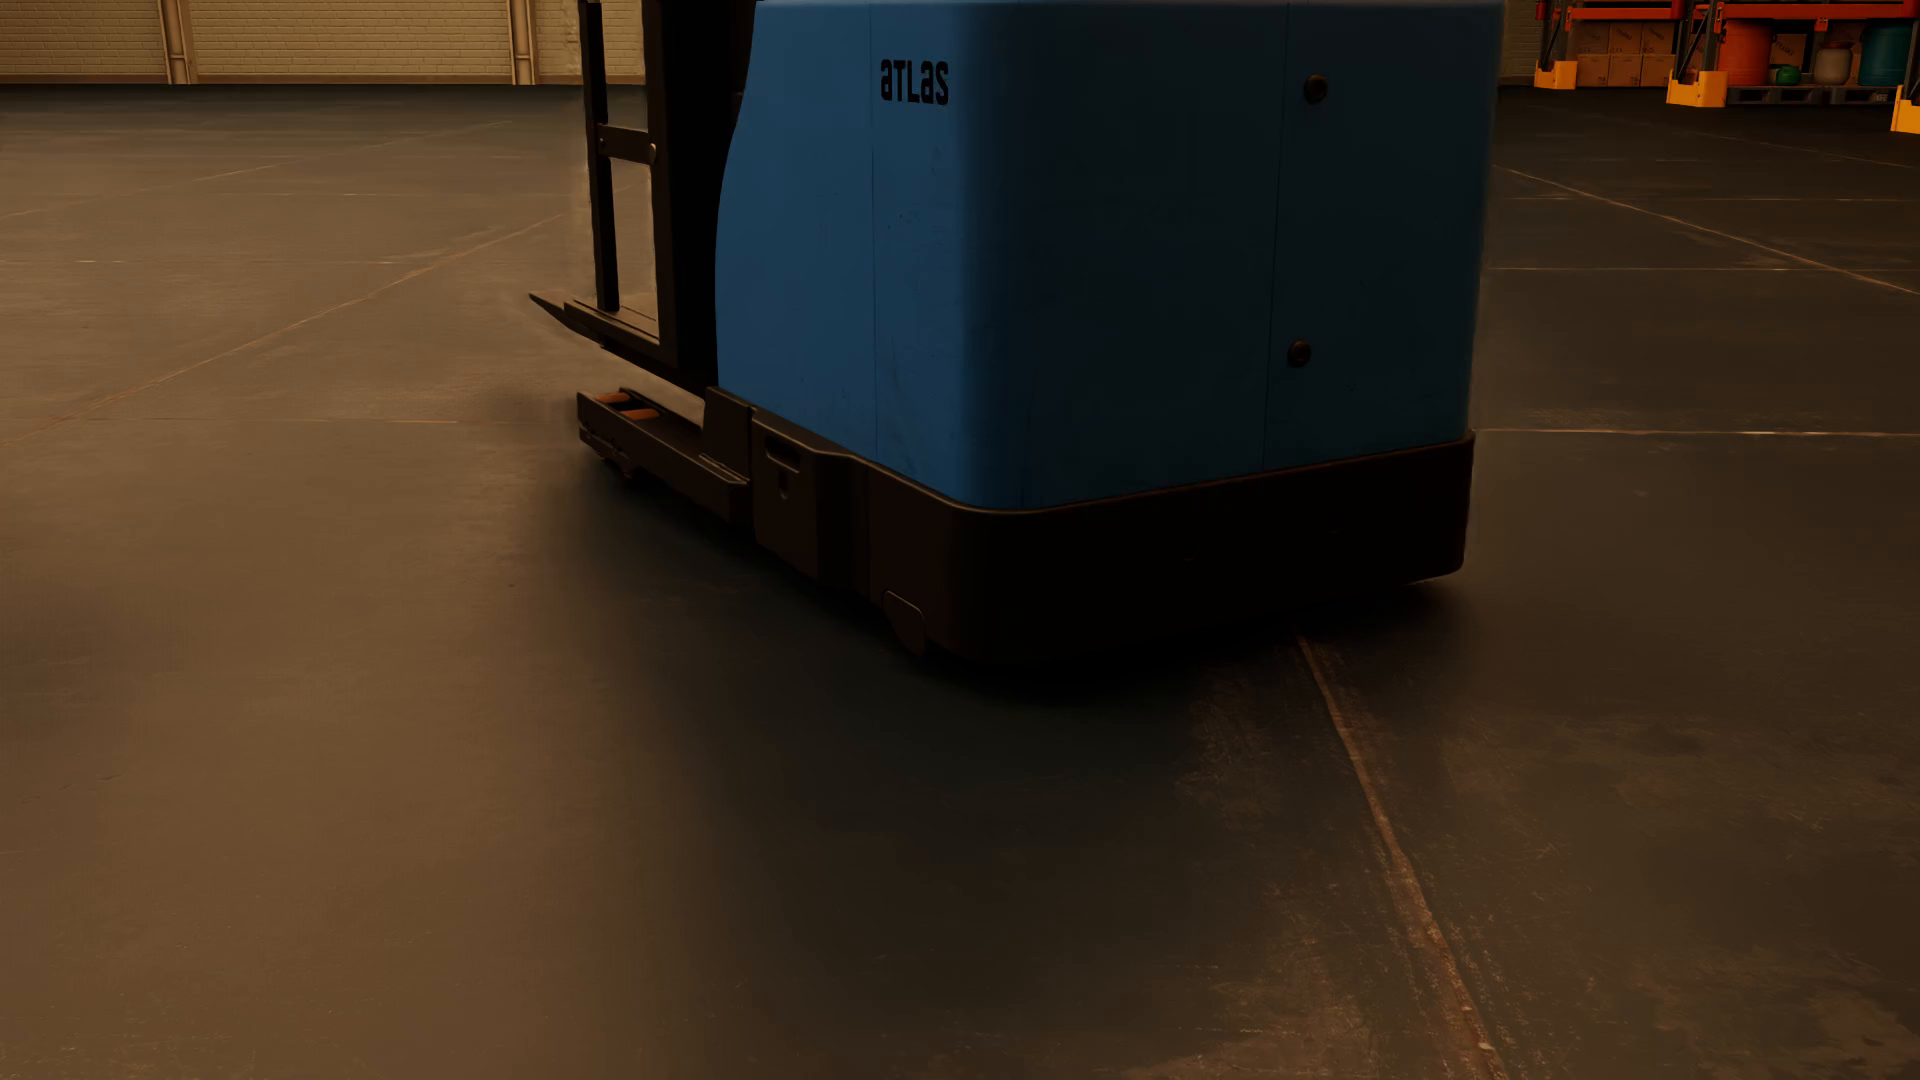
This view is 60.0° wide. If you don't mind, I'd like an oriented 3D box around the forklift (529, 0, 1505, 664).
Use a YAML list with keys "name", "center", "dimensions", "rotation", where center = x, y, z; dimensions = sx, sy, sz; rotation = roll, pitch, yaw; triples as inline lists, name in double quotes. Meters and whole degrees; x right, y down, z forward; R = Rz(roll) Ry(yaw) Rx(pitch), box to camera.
- name: "forklift"
  center: [-0.259, -1.597, 3.573]
  dimensions: [1.130, 2.935, 3.031]
  rotation: [-10, 20, -28]
